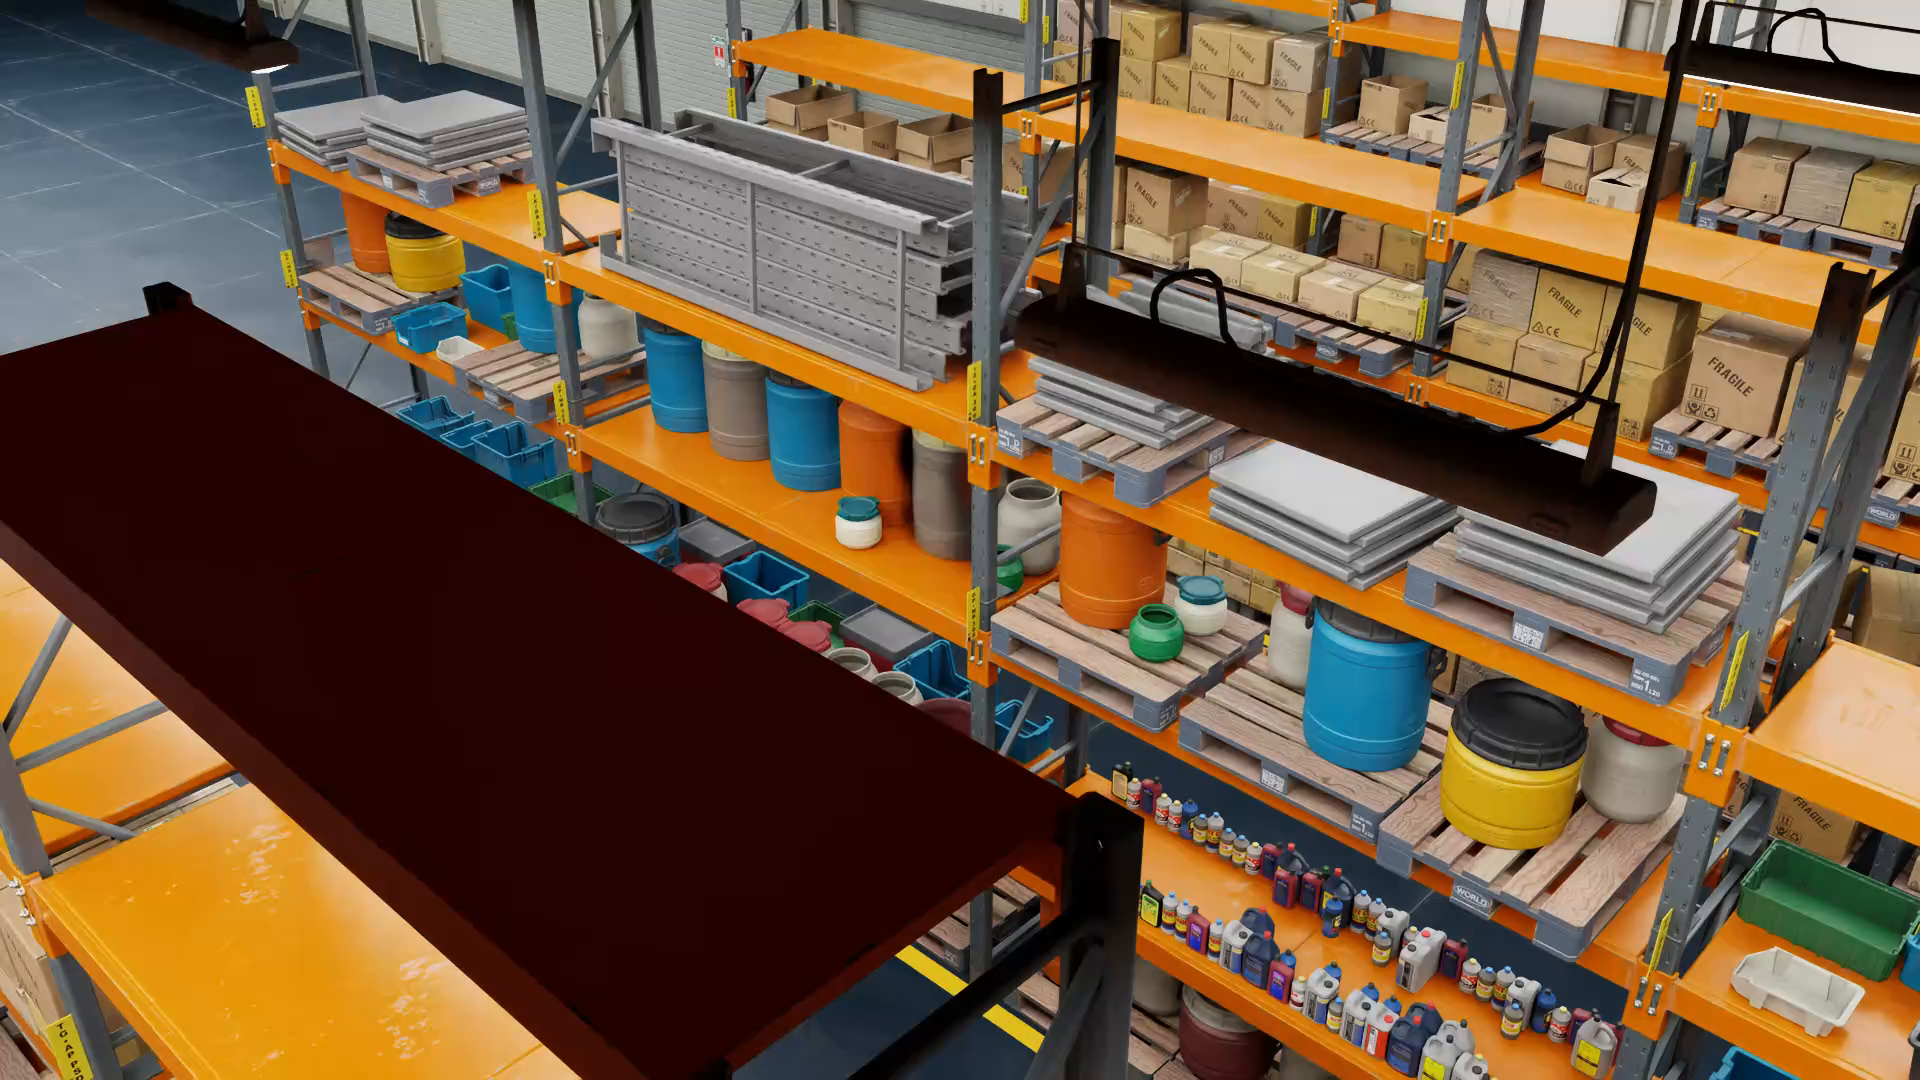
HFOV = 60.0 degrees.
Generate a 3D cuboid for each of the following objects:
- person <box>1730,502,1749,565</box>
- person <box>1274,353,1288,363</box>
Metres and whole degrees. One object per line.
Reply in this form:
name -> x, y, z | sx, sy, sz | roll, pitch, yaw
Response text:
person -> 6.965, -0.259, 15.036 | 0.961, 1.629, 0.552 | 17, 34, 28
person -> 3.127, -1.080, 16.481 | 0.523, 1.711, 0.626 | -11, 31, -19
